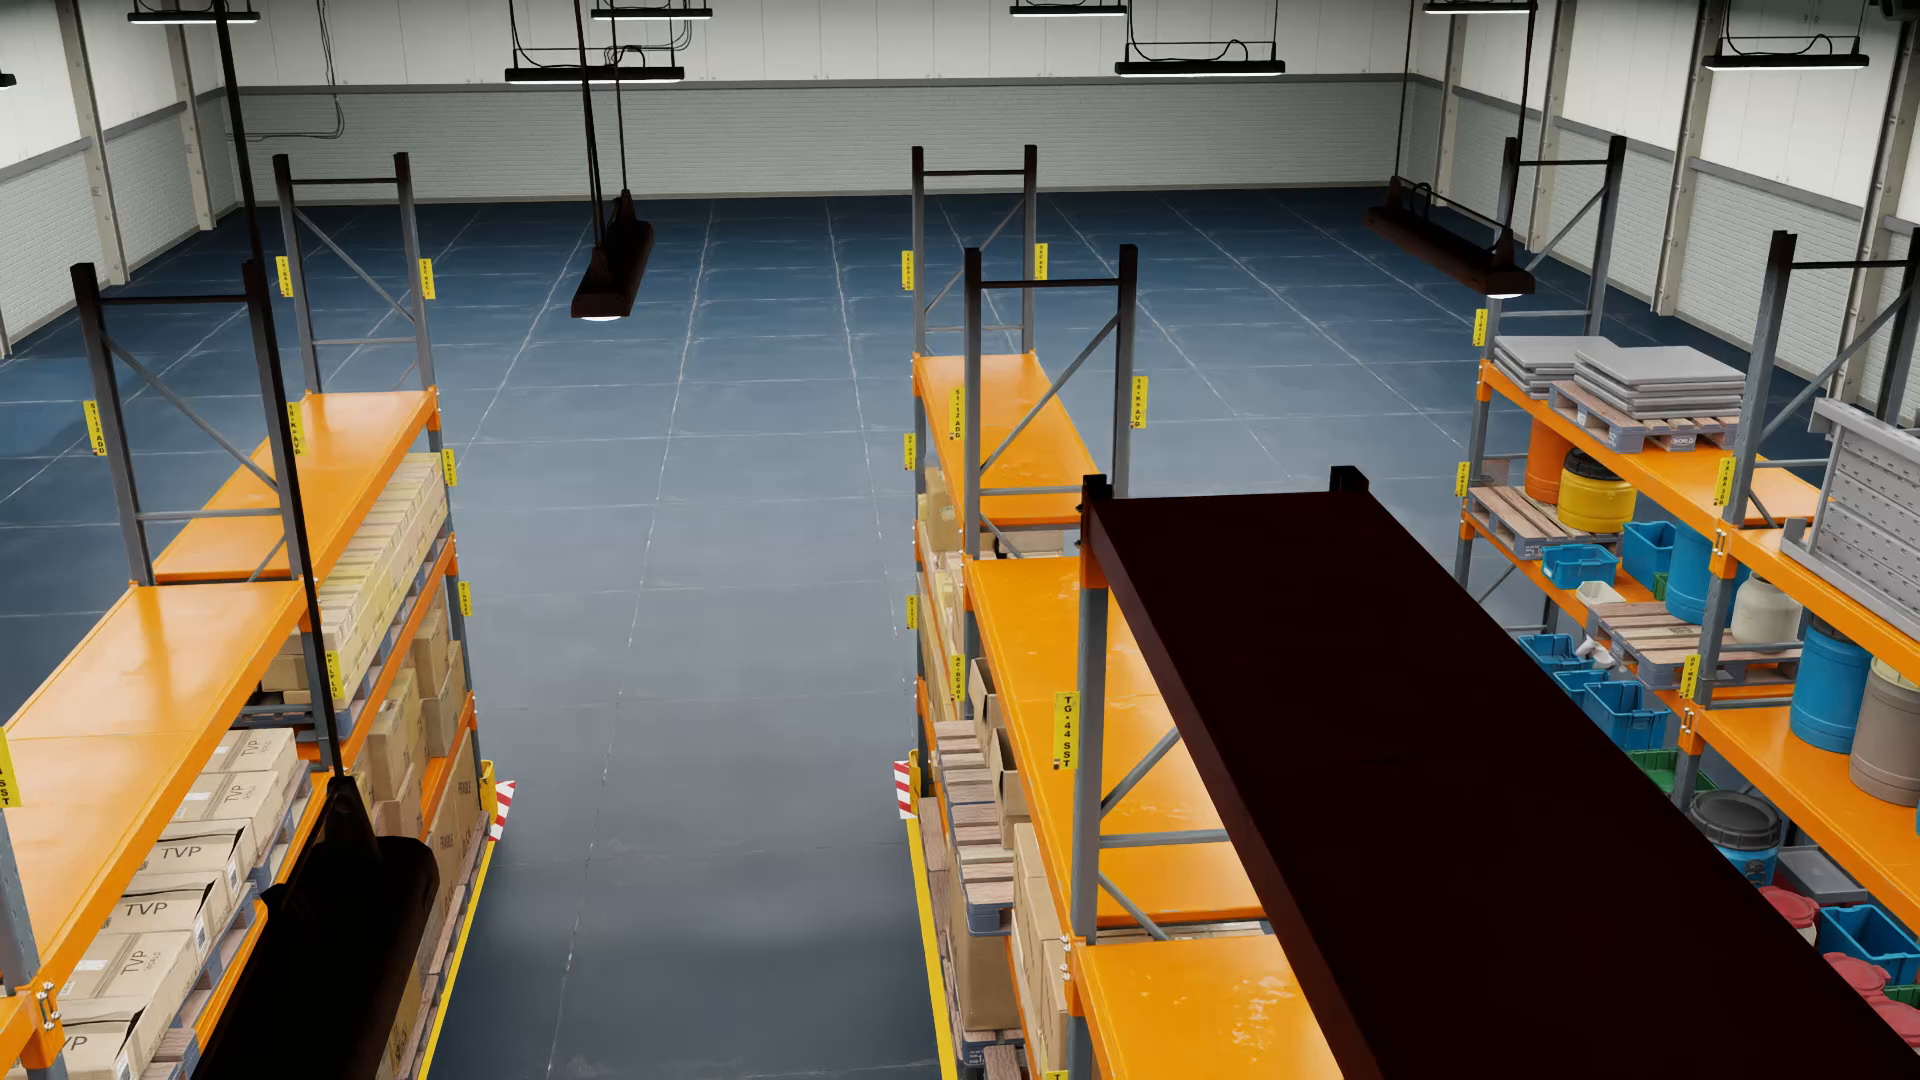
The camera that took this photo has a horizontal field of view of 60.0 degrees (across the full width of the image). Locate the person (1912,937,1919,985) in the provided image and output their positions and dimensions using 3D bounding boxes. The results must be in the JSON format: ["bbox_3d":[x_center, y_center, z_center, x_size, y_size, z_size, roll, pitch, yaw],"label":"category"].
[{"bbox_3d":[6.811,3.088,11.477,0.633,1.788,0.762,3,22,8],"label":"person"}]

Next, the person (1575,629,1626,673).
[{"bbox_3d":[6.273,1.169,16.497,0.521,1.684,0.665,-11,24,-27],"label":"person"}]
